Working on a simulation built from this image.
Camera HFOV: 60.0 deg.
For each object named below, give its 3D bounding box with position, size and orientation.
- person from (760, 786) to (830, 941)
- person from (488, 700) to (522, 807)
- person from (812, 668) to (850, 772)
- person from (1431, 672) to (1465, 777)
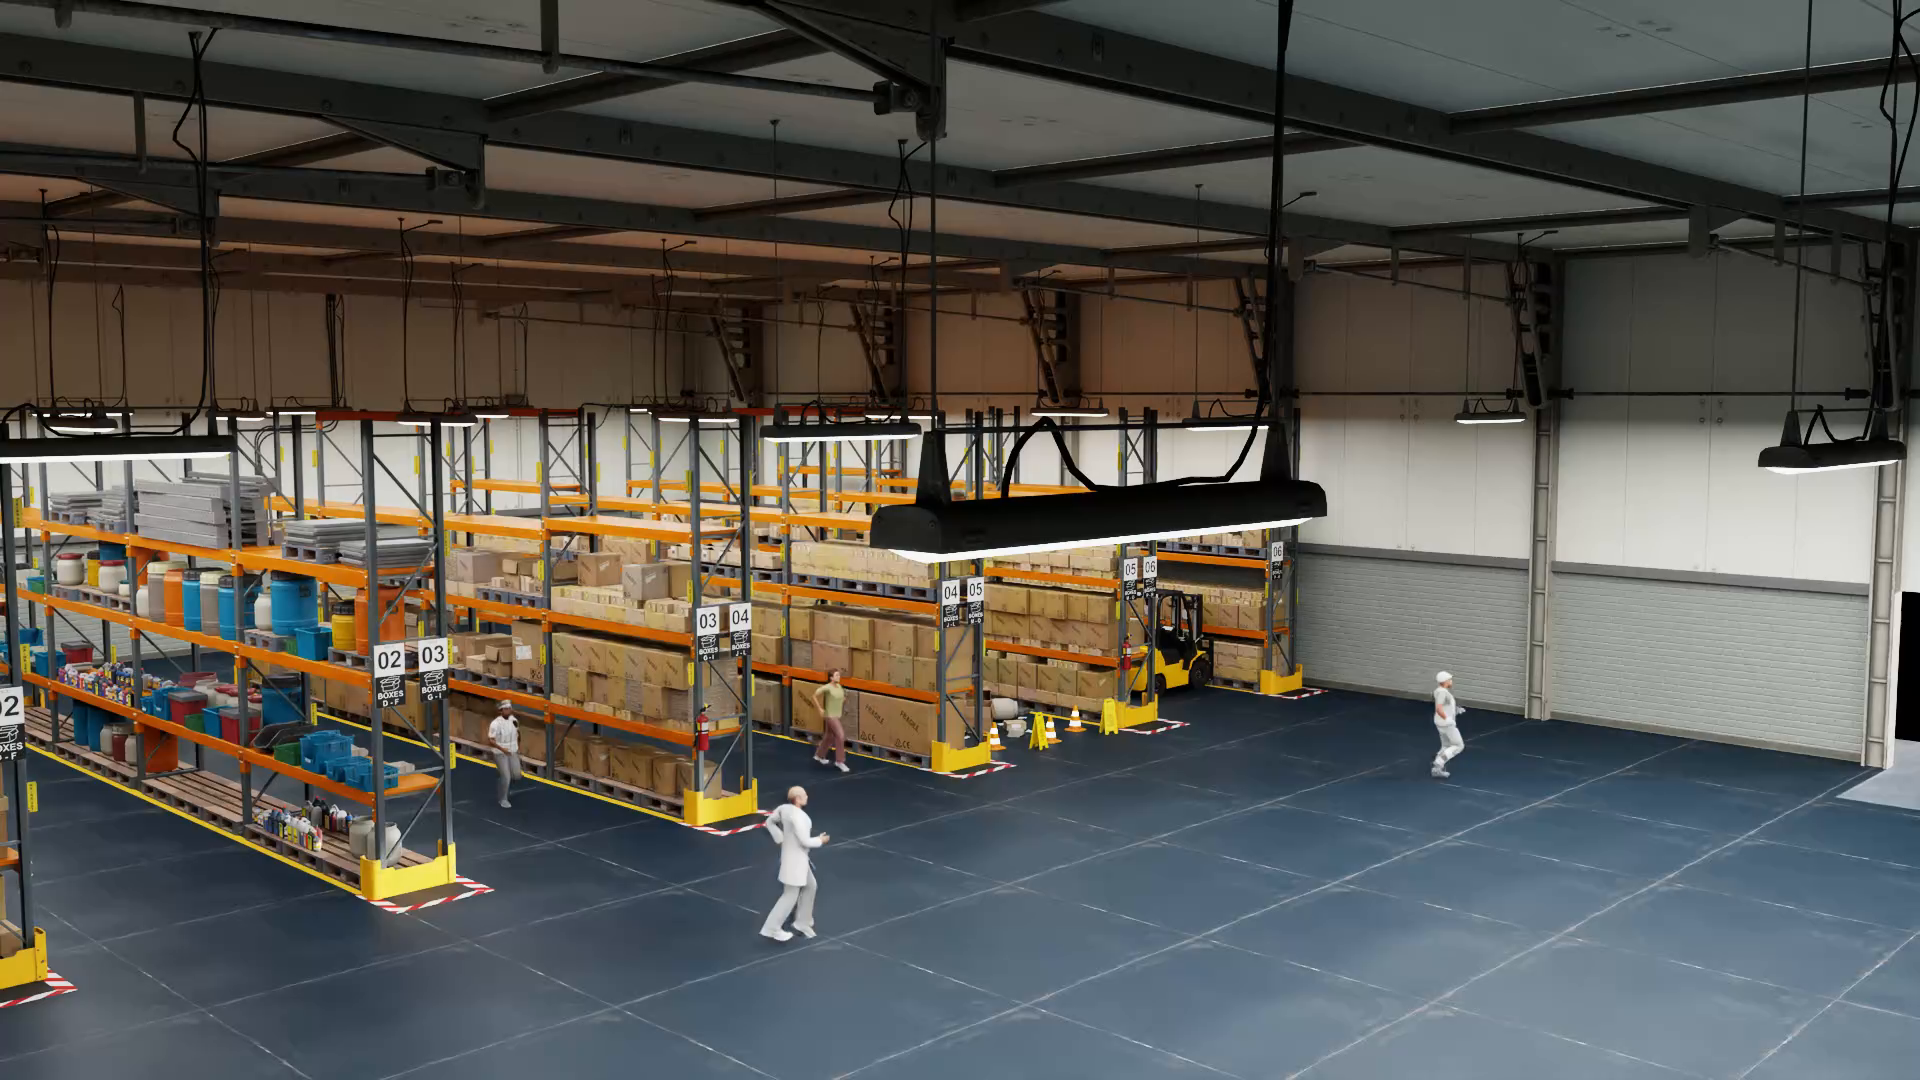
[{"bbox_3d":[-1.918,3.763,19.200,0.836,1.869,0.735,-2,5,-20],"label":"person"},{"bbox_3d":[-6.943,3.254,25.492,0.557,1.659,0.608,4,7,41],"label":"person"},{"bbox_3d":[-2.143,3.007,28.005,0.778,1.712,0.564,3,6,27],"label":"person"},{"bbox_3d":[8.041,3.028,27.313,0.584,1.742,0.643,0,5,2],"label":"person"}]
